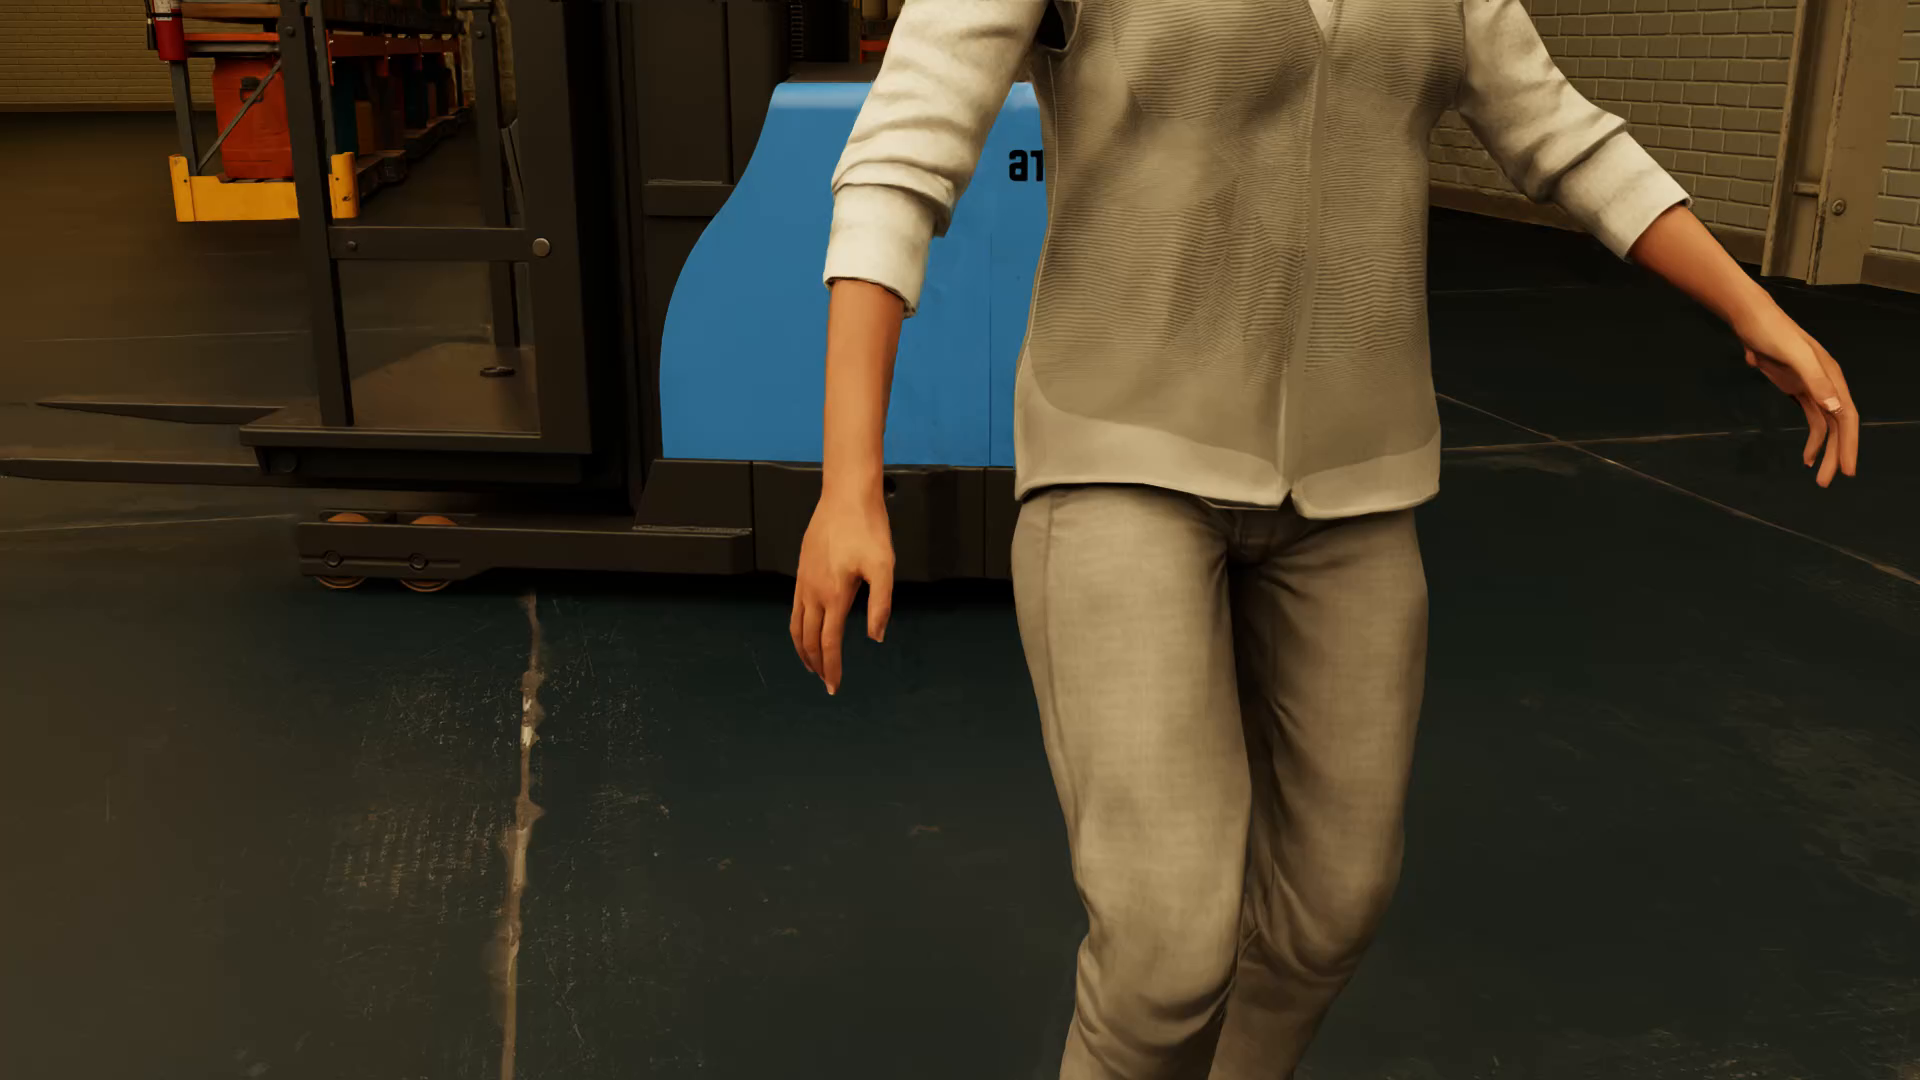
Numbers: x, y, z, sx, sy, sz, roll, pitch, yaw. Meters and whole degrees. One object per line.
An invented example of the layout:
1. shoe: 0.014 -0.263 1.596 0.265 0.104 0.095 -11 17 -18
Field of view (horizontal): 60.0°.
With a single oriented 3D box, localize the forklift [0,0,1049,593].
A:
1. forklift: -1.020 -1.437 3.706 3.031 2.935 1.130 2 17 6
